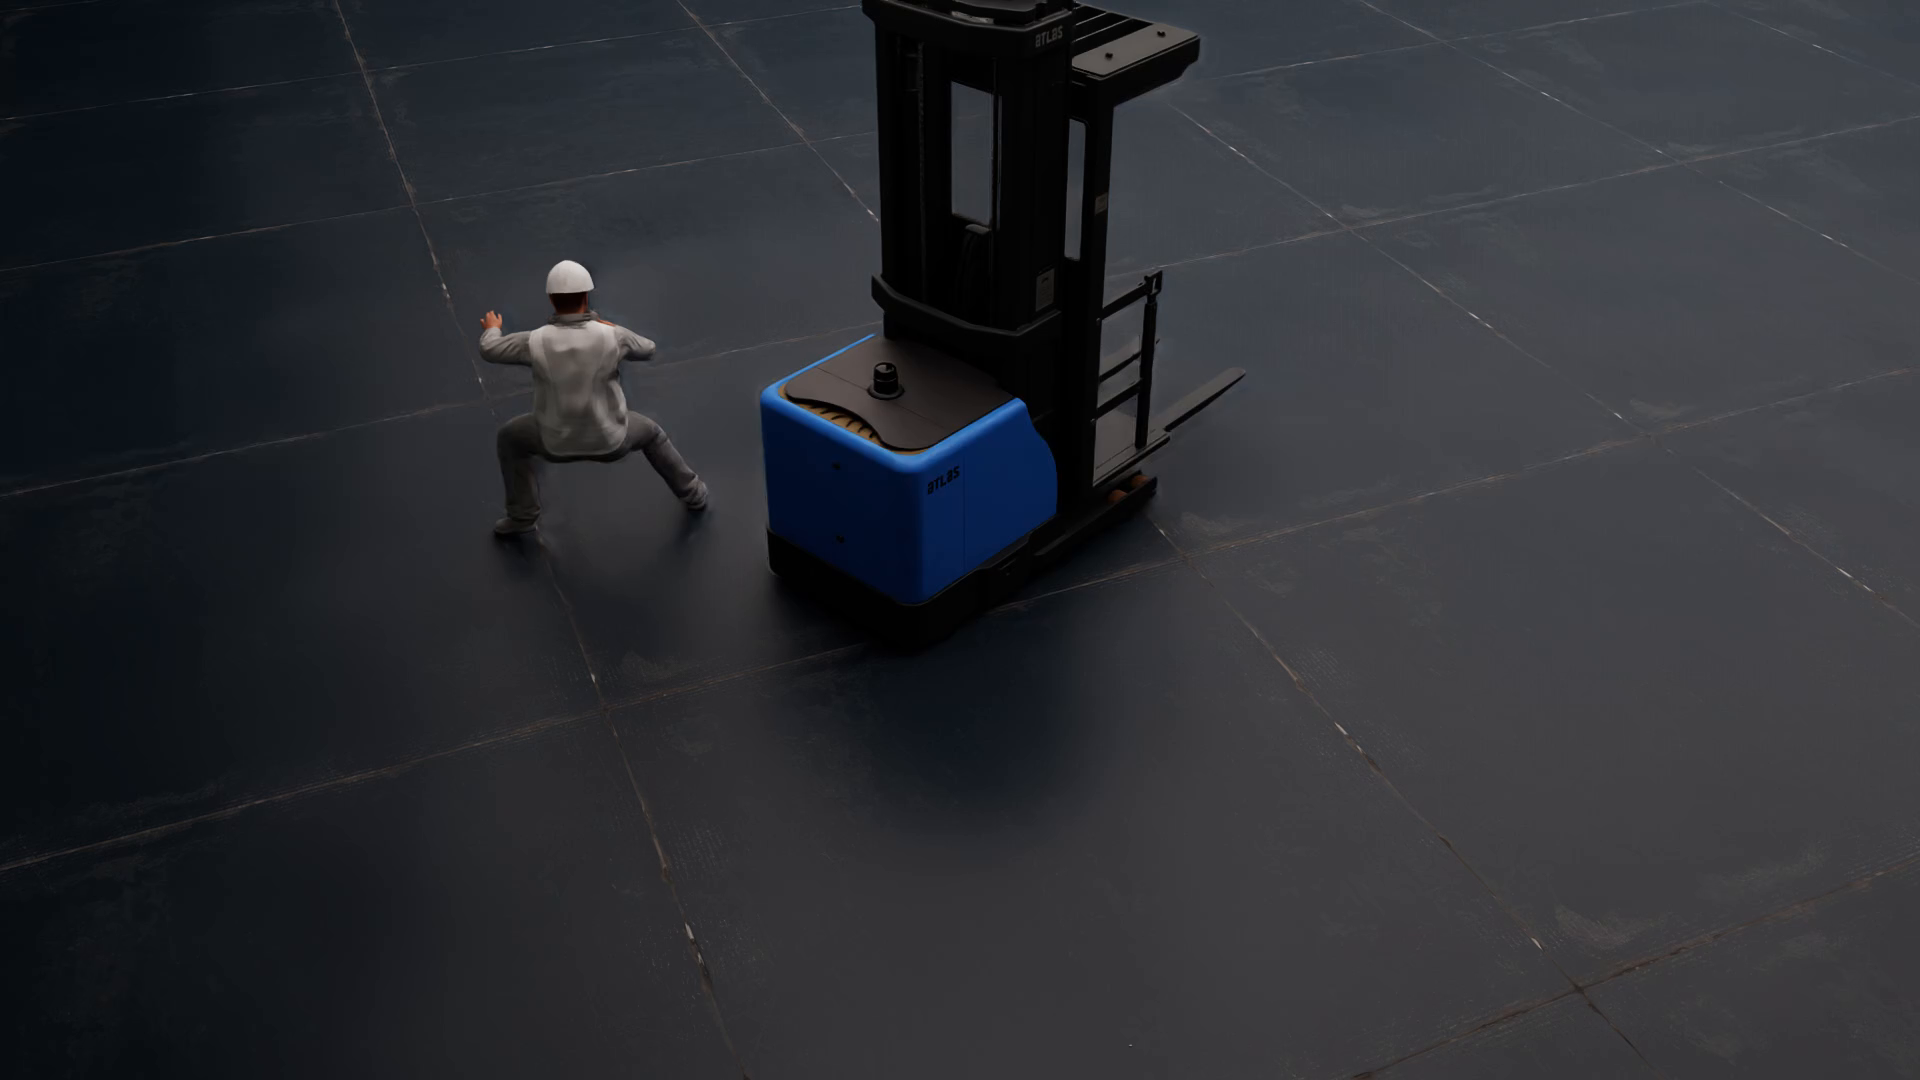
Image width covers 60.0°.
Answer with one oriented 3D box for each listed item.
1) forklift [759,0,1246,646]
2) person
[{"bbox_3d":[0.399,-1.467,8.162,1.130,2.935,3.031,27,44,33],"label":"forklift"},{"bbox_3d":[-1.879,-0.697,8.306,1.117,1.542,0.712,-5,36,-7],"label":"person"}]
